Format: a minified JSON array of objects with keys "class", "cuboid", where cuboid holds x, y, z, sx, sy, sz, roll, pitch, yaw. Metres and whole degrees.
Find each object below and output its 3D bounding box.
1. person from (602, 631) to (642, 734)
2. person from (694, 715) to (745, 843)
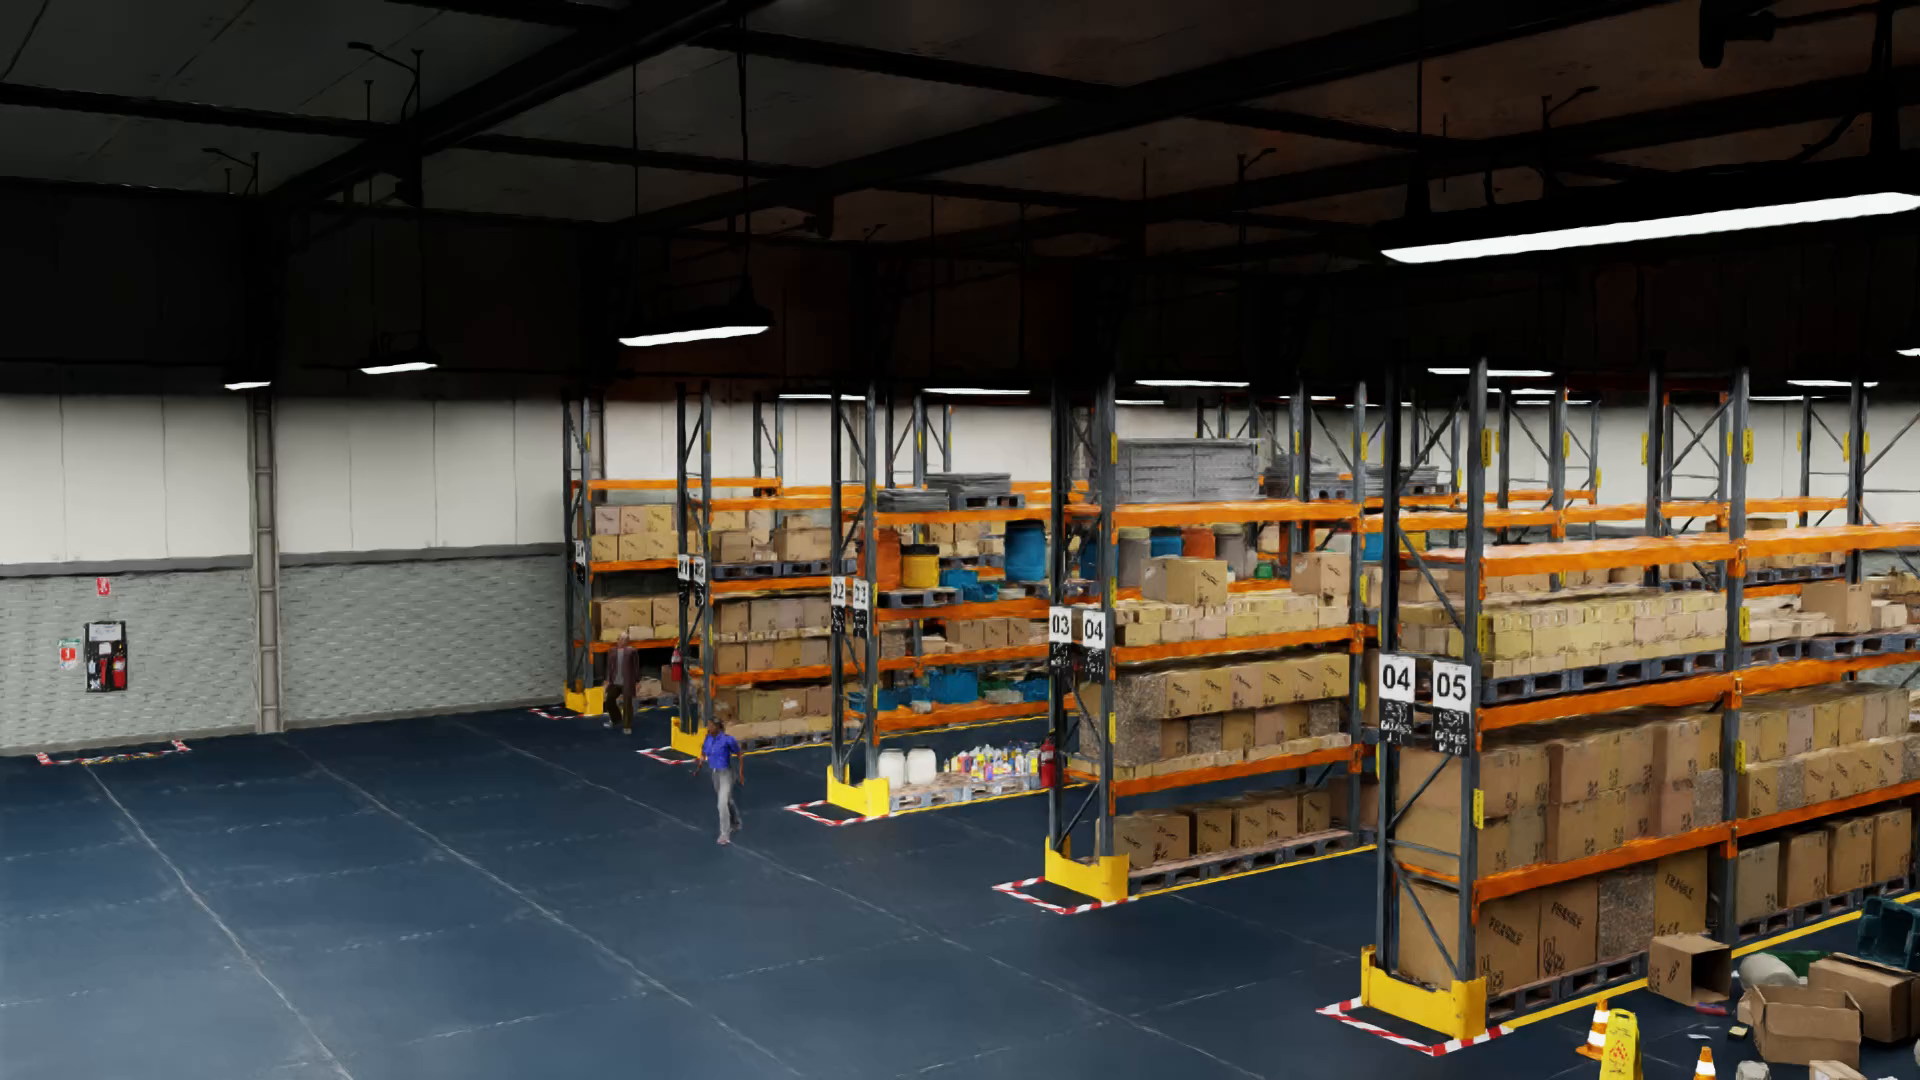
[{"class":"person","cuboid":[-5.874,2.438,28.714,0.786,1.768,0.505,1,4,15]},{"class":"person","cuboid":[-2.988,3.013,21.174,0.621,1.564,0.828,3,5,38]}]
